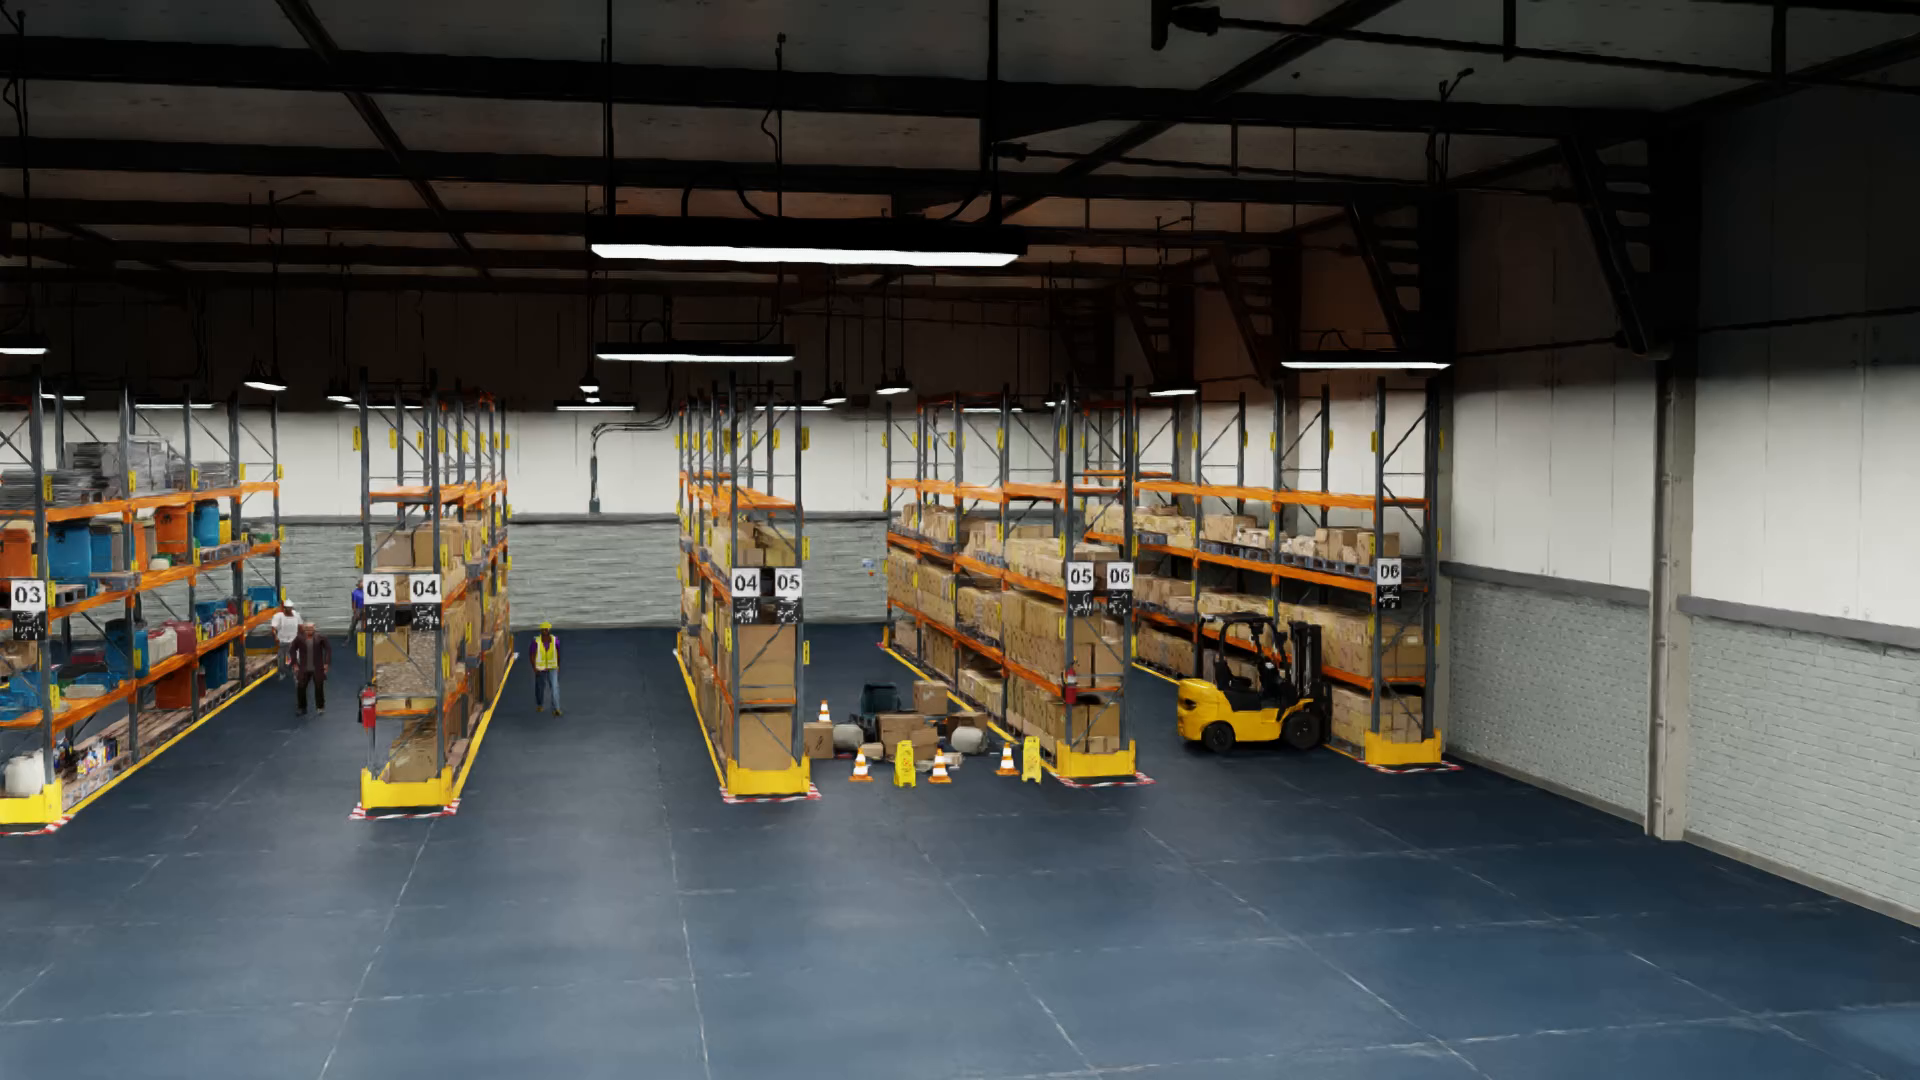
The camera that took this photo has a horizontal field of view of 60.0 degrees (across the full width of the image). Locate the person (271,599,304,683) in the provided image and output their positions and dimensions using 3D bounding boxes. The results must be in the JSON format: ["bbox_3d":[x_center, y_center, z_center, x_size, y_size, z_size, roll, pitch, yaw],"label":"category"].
[{"bbox_3d":[-13.928,2.082,34.488,0.707,1.737,0.703,-2,4,-34],"label":"person"}]

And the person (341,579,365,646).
[{"bbox_3d":[-14.759,1.770,40.565,0.461,1.655,0.646,2,4,30],"label":"person"}]

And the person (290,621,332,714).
[{"bbox_3d":[-11.873,2.331,30.420,0.729,1.733,0.546,-1,3,-13],"label":"person"}]

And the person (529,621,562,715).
[{"bbox_3d":[-7.574,2.331,30.383,0.571,1.708,1.033,-1,4,-20],"label":"person"}]
